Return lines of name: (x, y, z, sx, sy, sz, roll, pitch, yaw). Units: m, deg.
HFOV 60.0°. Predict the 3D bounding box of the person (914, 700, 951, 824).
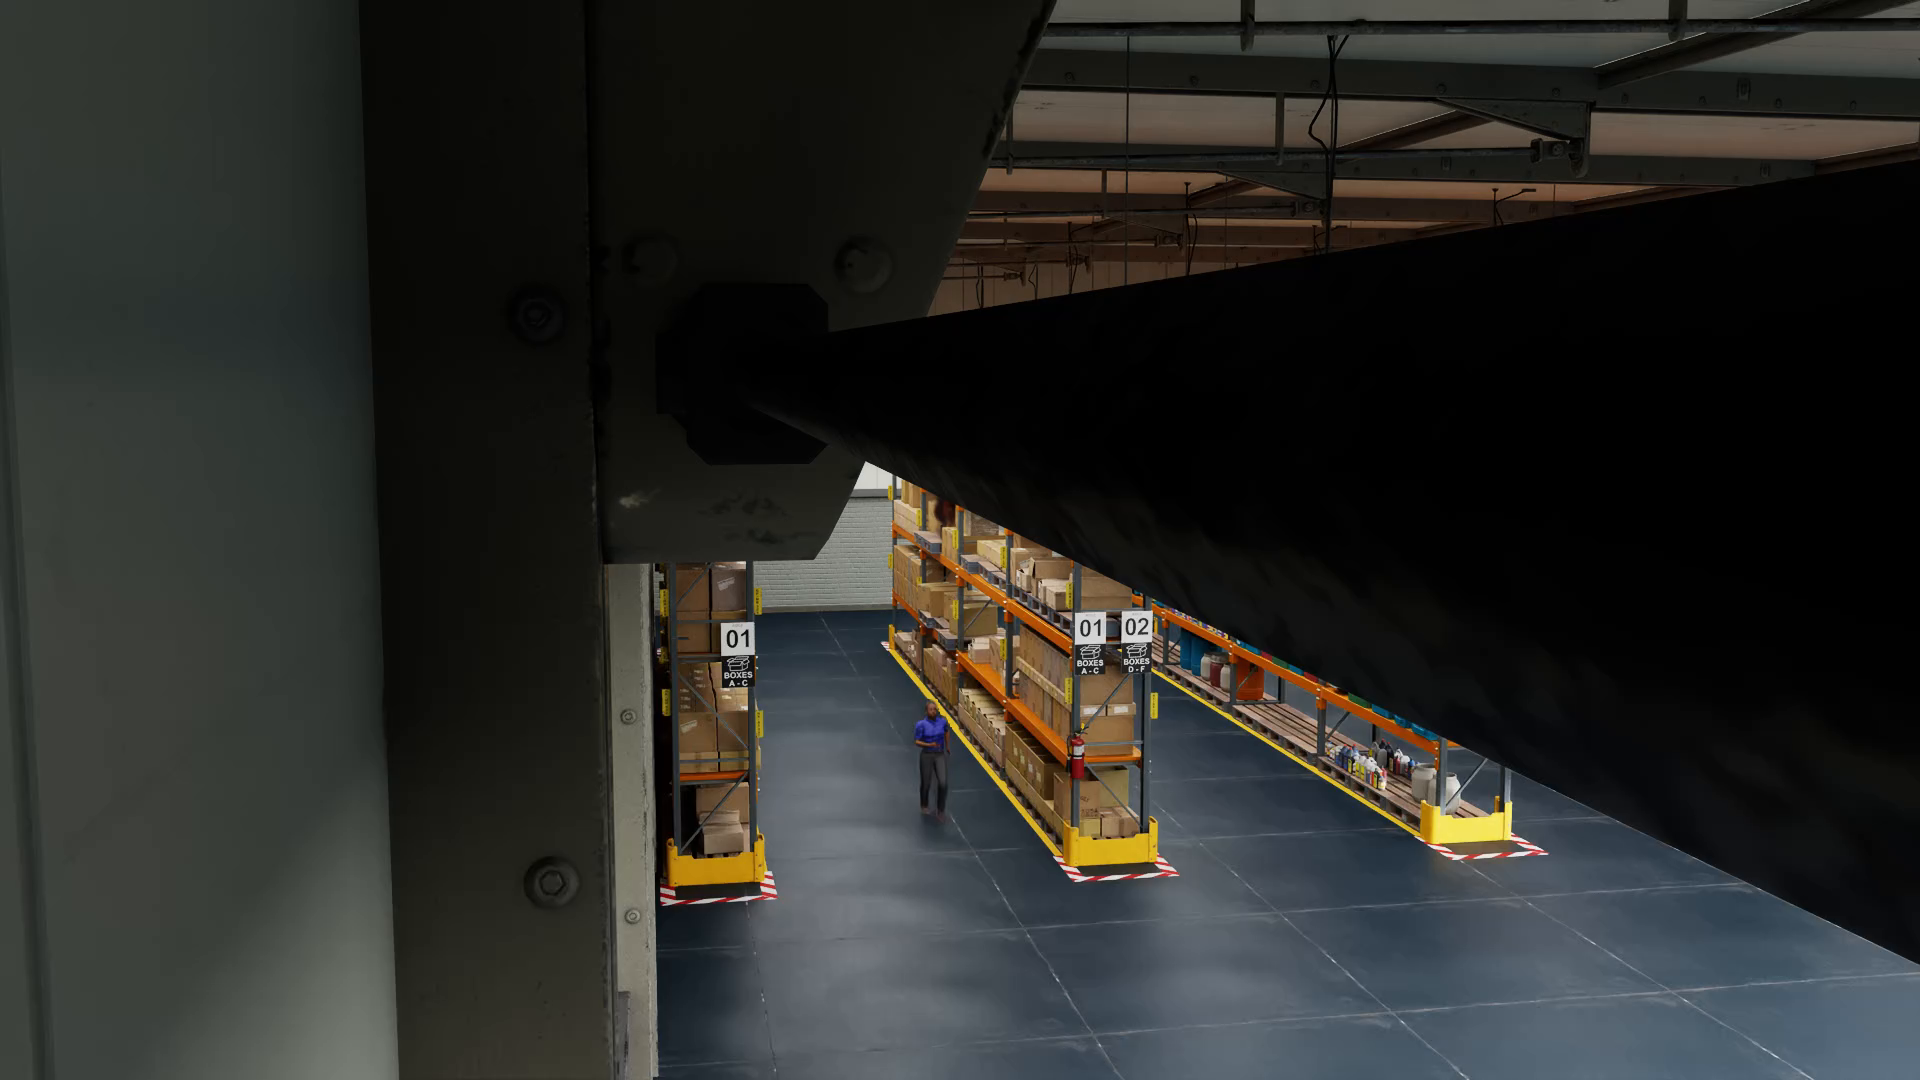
person: (-0.363, 3.056, 22.856, 0.541, 1.689, 0.707, -1, 6, -13)
